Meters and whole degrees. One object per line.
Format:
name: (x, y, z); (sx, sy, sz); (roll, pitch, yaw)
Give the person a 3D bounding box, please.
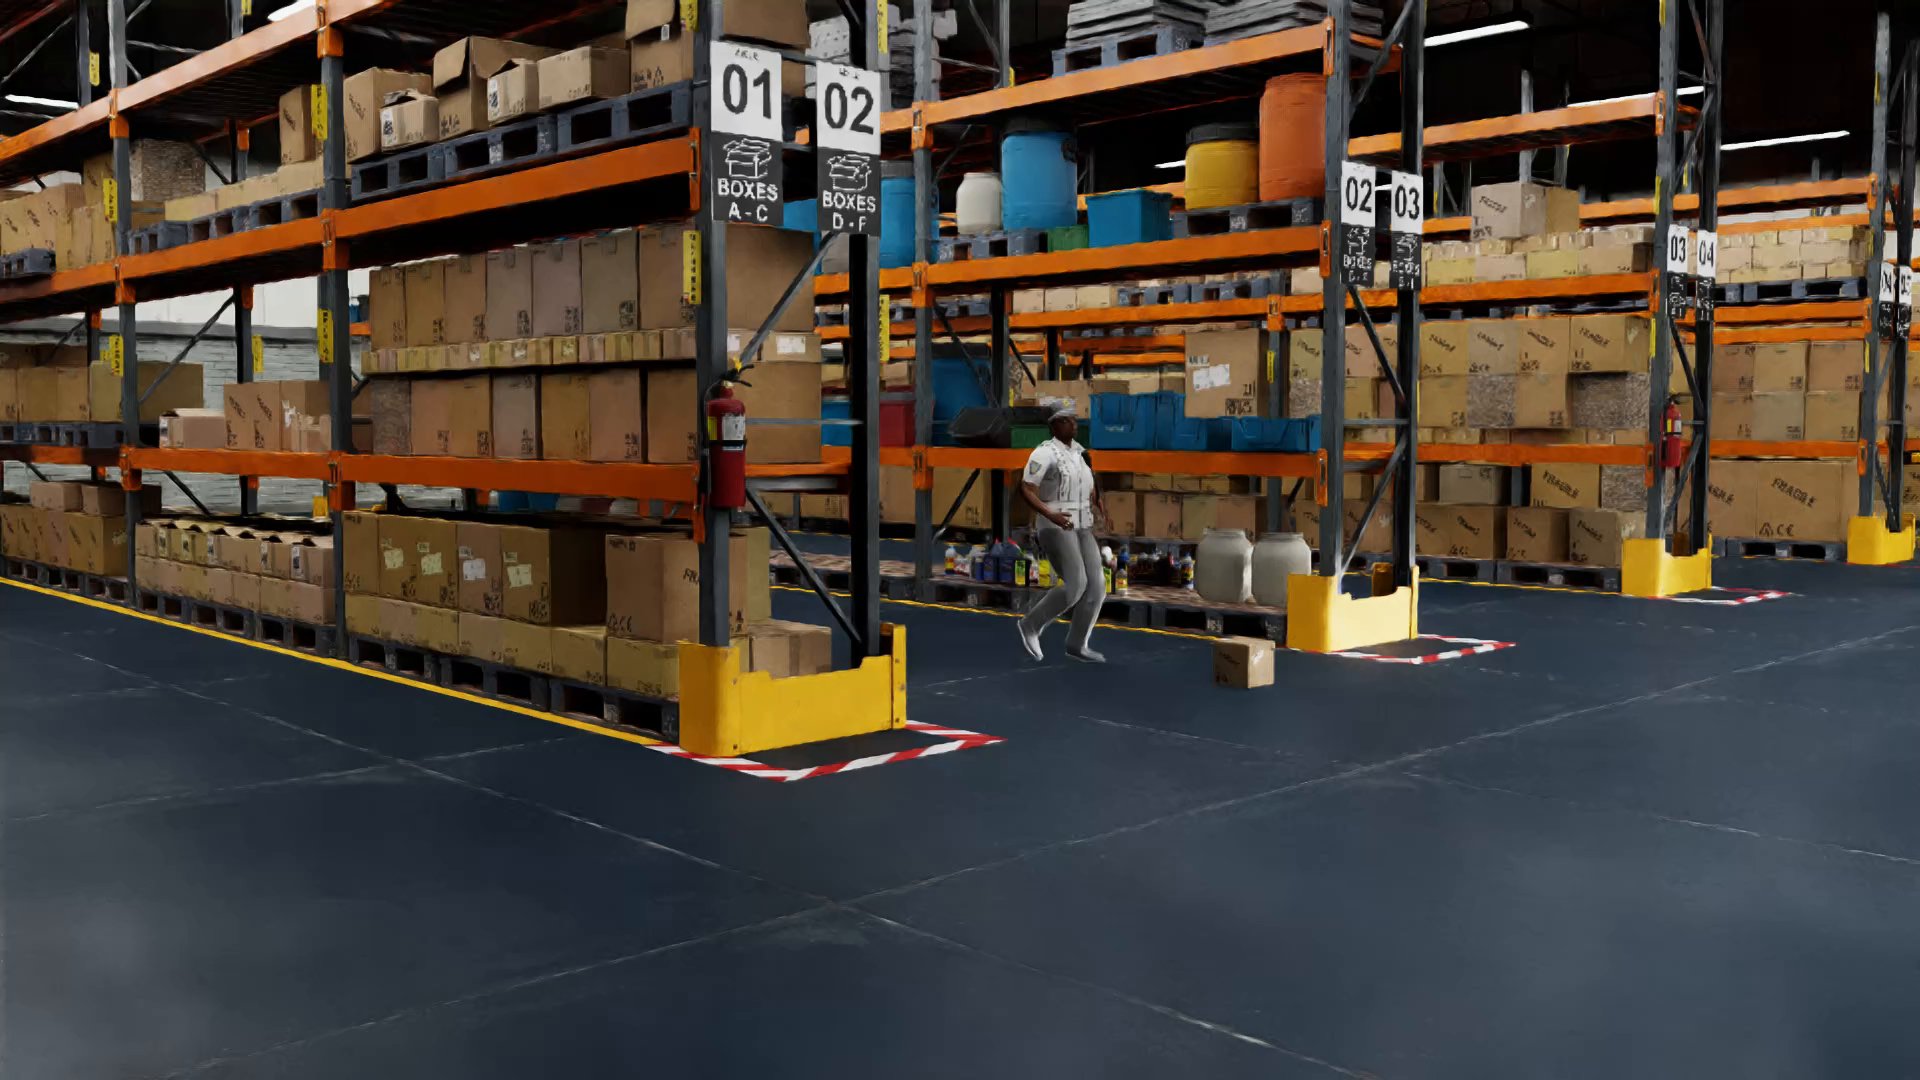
person: (0.696, -0.059, 10.411); (0.466, 1.667, 0.673); (3, 5, 39)
